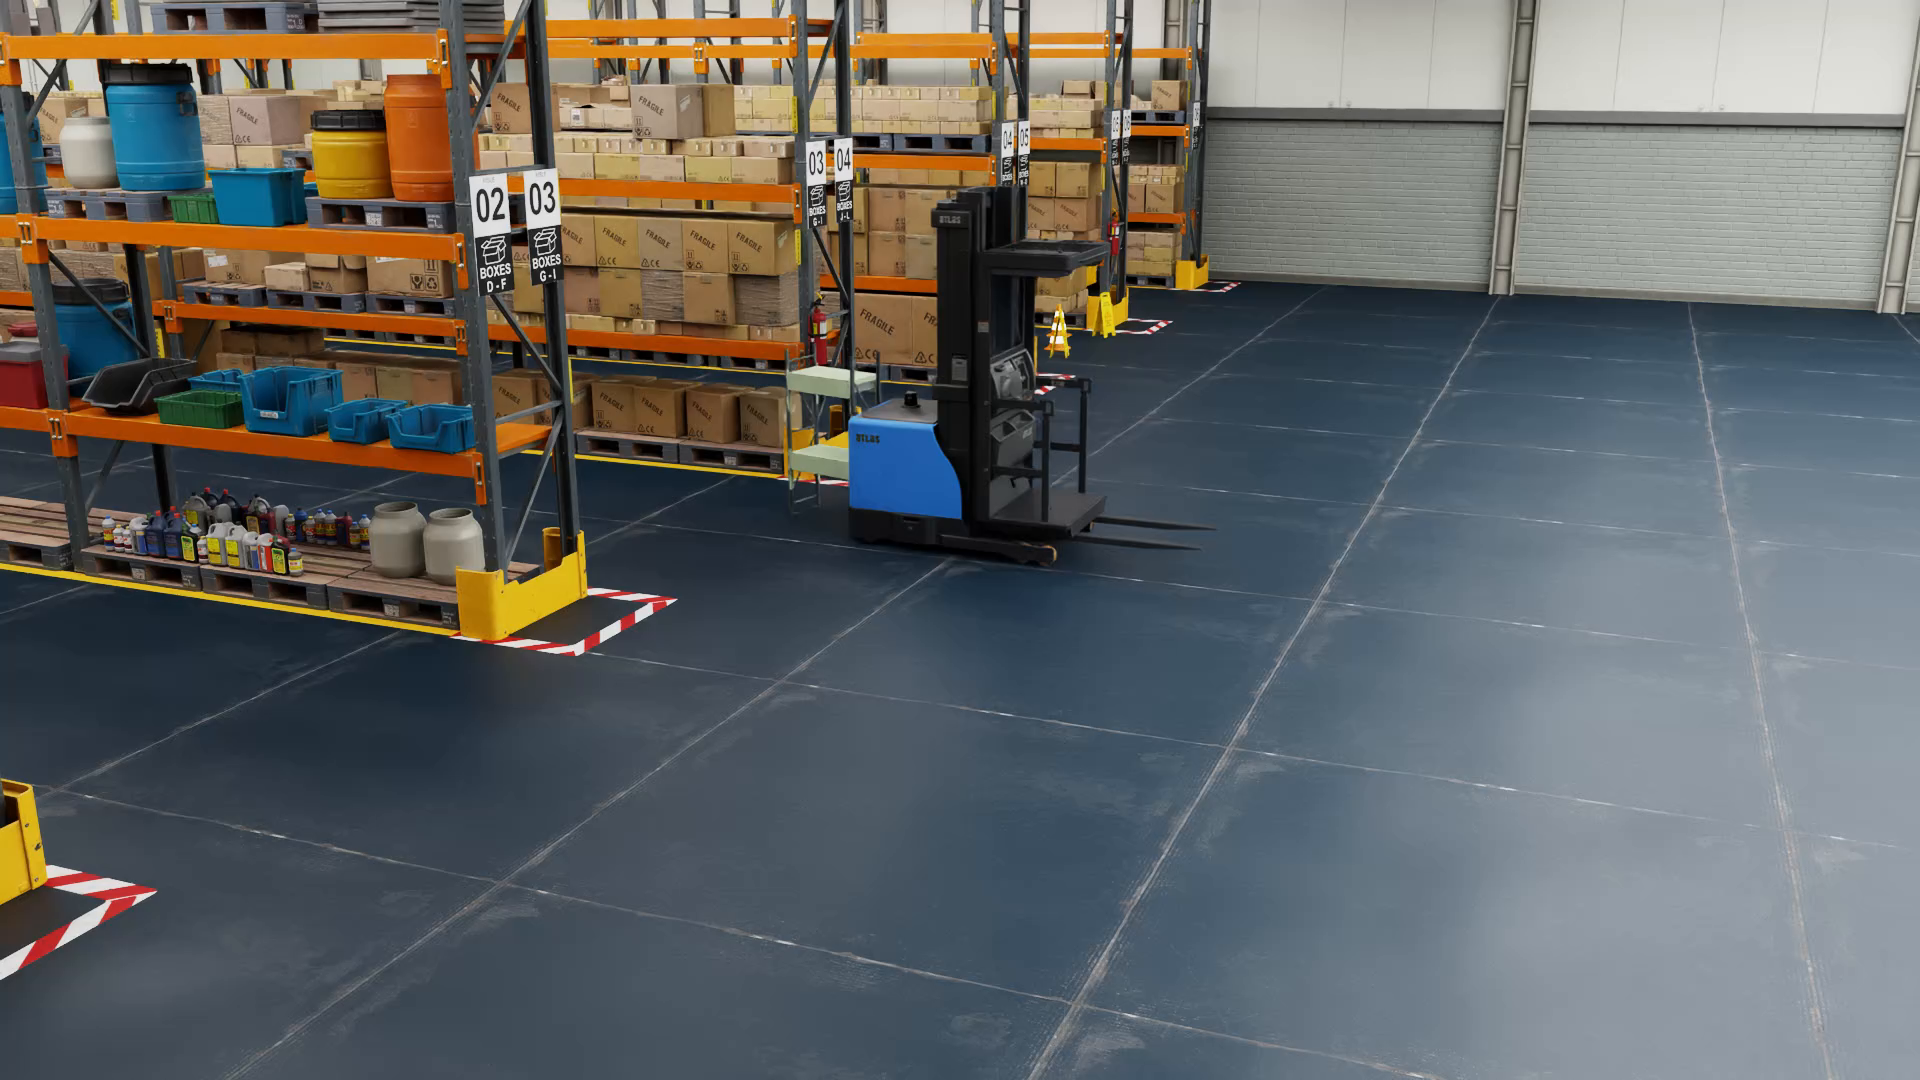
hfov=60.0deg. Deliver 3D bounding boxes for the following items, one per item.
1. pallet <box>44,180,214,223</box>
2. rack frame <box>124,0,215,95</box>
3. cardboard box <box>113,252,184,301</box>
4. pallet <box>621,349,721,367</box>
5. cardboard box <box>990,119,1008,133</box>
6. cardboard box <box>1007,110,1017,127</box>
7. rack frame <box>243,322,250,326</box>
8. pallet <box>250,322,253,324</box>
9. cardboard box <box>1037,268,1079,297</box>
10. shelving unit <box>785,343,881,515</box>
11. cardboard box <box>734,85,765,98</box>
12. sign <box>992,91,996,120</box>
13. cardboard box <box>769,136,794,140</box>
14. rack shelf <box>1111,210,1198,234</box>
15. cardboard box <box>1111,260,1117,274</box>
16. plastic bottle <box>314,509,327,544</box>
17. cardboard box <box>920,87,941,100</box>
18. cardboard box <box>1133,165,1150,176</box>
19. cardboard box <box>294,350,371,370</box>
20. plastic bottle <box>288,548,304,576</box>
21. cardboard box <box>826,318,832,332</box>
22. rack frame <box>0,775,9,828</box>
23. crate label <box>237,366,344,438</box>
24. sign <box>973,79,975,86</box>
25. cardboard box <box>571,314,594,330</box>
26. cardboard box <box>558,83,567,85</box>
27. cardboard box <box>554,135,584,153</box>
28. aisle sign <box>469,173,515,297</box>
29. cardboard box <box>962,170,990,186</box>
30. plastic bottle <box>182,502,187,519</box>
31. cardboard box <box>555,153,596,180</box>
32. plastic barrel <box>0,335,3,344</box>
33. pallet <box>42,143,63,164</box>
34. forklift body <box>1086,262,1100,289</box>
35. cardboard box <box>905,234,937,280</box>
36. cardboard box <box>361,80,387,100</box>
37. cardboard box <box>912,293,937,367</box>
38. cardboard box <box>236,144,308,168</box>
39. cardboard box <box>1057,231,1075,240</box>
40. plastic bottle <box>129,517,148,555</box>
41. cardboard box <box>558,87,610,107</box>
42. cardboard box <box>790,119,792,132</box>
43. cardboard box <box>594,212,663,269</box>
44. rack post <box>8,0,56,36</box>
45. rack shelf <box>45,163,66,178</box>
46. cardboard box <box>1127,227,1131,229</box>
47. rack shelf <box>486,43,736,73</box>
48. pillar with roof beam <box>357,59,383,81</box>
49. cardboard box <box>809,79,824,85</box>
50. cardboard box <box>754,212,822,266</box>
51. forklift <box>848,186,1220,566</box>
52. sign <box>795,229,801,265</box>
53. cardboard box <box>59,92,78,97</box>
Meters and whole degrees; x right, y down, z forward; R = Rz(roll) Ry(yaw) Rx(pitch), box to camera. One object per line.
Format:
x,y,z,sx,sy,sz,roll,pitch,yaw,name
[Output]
-6.128,-2.607,12.734,1.003,0.211,1.213,6,17,21,pallet
-8.739,-5.881,18.290,0.127,3.000,1.000,6,17,21,rack frame
-9.289,-3.034,19.065,0.500,0.500,0.500,7,18,22,cardboard box
-3.850,-2.587,22.706,1.213,0.211,1.003,6,17,21,pallet
0.415,-5.145,20.655,0.250,0.149,0.380,6,17,21,cardboard box
0.812,-6.349,25.019,0.500,0.250,0.500,7,18,22,cardboard box
-10.546,-4.685,24.932,0.127,3.000,1.000,6,17,21,rack frame
-11.184,-3.405,25.525,1.213,0.211,1.003,6,17,21,pallet
1.498,-4.007,25.431,0.500,0.500,0.500,6,17,21,cardboard box
-1.111,-0.932,14.692,0.755,1.500,0.431,11,20,34,shelving unit
-2.652,-5.668,21.025,0.250,0.149,0.380,6,17,20,cardboard box
0.405,-5.146,19.693,0.005,0.325,0.100,6,17,21,sign
-1.674,-3.881,16.336,0.250,0.149,0.380,7,17,22,cardboard box
2.296,-5.899,30.402,4.000,0.370,1.077,6,17,21,rack shelf
2.683,-4.994,30.173,0.500,0.250,0.500,6,17,21,cardboard box
-5.099,-0.110,13.275,0.097,0.271,0.097,0,16,0,plastic bottle
-0.291,-5.409,20.132,0.250,0.149,0.380,7,17,22,cardboard box
3.252,-6.561,29.516,0.250,0.149,0.380,7,17,22,cardboard box
-7.058,-1.838,18.818,0.500,0.500,0.700,8,18,25,cardboard box
-4.984,0.161,12.467,0.097,0.201,0.097,0,16,0,plastic bottle
-1.475,-2.152,16.656,0.250,0.149,0.380,6,17,21,cardboard box
-4.935,0.387,7.459,0.127,3.000,1.000,6,17,21,rack frame
-4.926,-1.032,12.285,0.616,0.435,0.502,6,17,21,crate label
0.246,-8.147,29.984,0.005,0.325,0.100,6,17,21,sign
-3.757,-2.249,16.989,0.250,0.149,0.380,6,17,21,cardboard box
-8.039,-9.057,33.450,0.500,0.250,0.500,6,17,20,cardboard box
-3.852,-3.931,16.507,0.250,0.149,0.380,6,17,20,cardboard box
-3.156,-2.061,11.230,0.004,0.787,0.394,6,17,21,aisle sign
0.390,-5.585,25.524,0.500,0.500,0.700,6,17,20,cardboard box
-6.384,-0.217,13.772,0.097,0.201,0.097,0,16,0,plastic bottle
-3.741,-3.740,16.566,0.500,0.250,0.500,6,17,18,cardboard box
-8.327,-1.601,14.065,0.433,0.535,0.433,0,16,0,plastic barrel
-10.399,-4.515,19.306,1.213,0.211,1.003,7,18,23,pallet
1.723,-5.353,28.753,1.214,2.155,2.313,6,17,21,forklift body
-0.265,-3.606,20.947,0.550,0.550,0.875,6,17,21,cardboard box
-10.090,-7.849,29.331,0.637,0.503,0.797,8,18,25,cardboard box
-0.038,-2.691,21.121,0.875,0.875,0.875,6,17,21,cardboard box
-7.436,-4.152,17.983,0.500,0.250,0.500,7,17,22,cardboard box
1.636,-4.611,25.127,0.250,0.149,0.380,6,17,20,cardboard box
-6.389,-0.037,13.017,0.135,0.276,0.152,7,18,23,plastic bottle
-5.105,-5.909,22.655,0.500,0.500,0.500,6,17,21,cardboard box
-1.943,-5.207,20.868,0.250,0.149,0.380,6,17,20,cardboard box
-3.293,-2.999,16.619,0.500,0.500,0.500,6,17,21,cardboard box
-8.699,-4.462,13.045,3.121,1.000,1.013,6,17,21,rack post
-10.600,-4.299,19.513,4.000,0.370,1.077,6,17,21,rack shelf
2.852,-5.603,30.479,0.500,0.250,0.500,6,17,20,cardboard box
-4.965,-6.415,22.137,4.000,0.370,1.077,6,17,21,rack shelf
-14.484,-9.950,32.308,0.400,9.000,9.100,6,17,21,pillar with roof beam
-2.701,-8.459,31.438,0.500,0.500,0.500,6,17,21,cardboard box
-1.709,-2.979,16.550,0.500,0.500,0.500,6,17,21,cardboard box
0.620,-1.365,13.619,3.031,2.935,1.130,6,17,21,forklift
-1.519,-2.747,15.613,0.005,0.325,0.100,6,17,21,sign
-13.367,-6.700,25.148,0.250,0.149,0.380,7,17,21,cardboard box
